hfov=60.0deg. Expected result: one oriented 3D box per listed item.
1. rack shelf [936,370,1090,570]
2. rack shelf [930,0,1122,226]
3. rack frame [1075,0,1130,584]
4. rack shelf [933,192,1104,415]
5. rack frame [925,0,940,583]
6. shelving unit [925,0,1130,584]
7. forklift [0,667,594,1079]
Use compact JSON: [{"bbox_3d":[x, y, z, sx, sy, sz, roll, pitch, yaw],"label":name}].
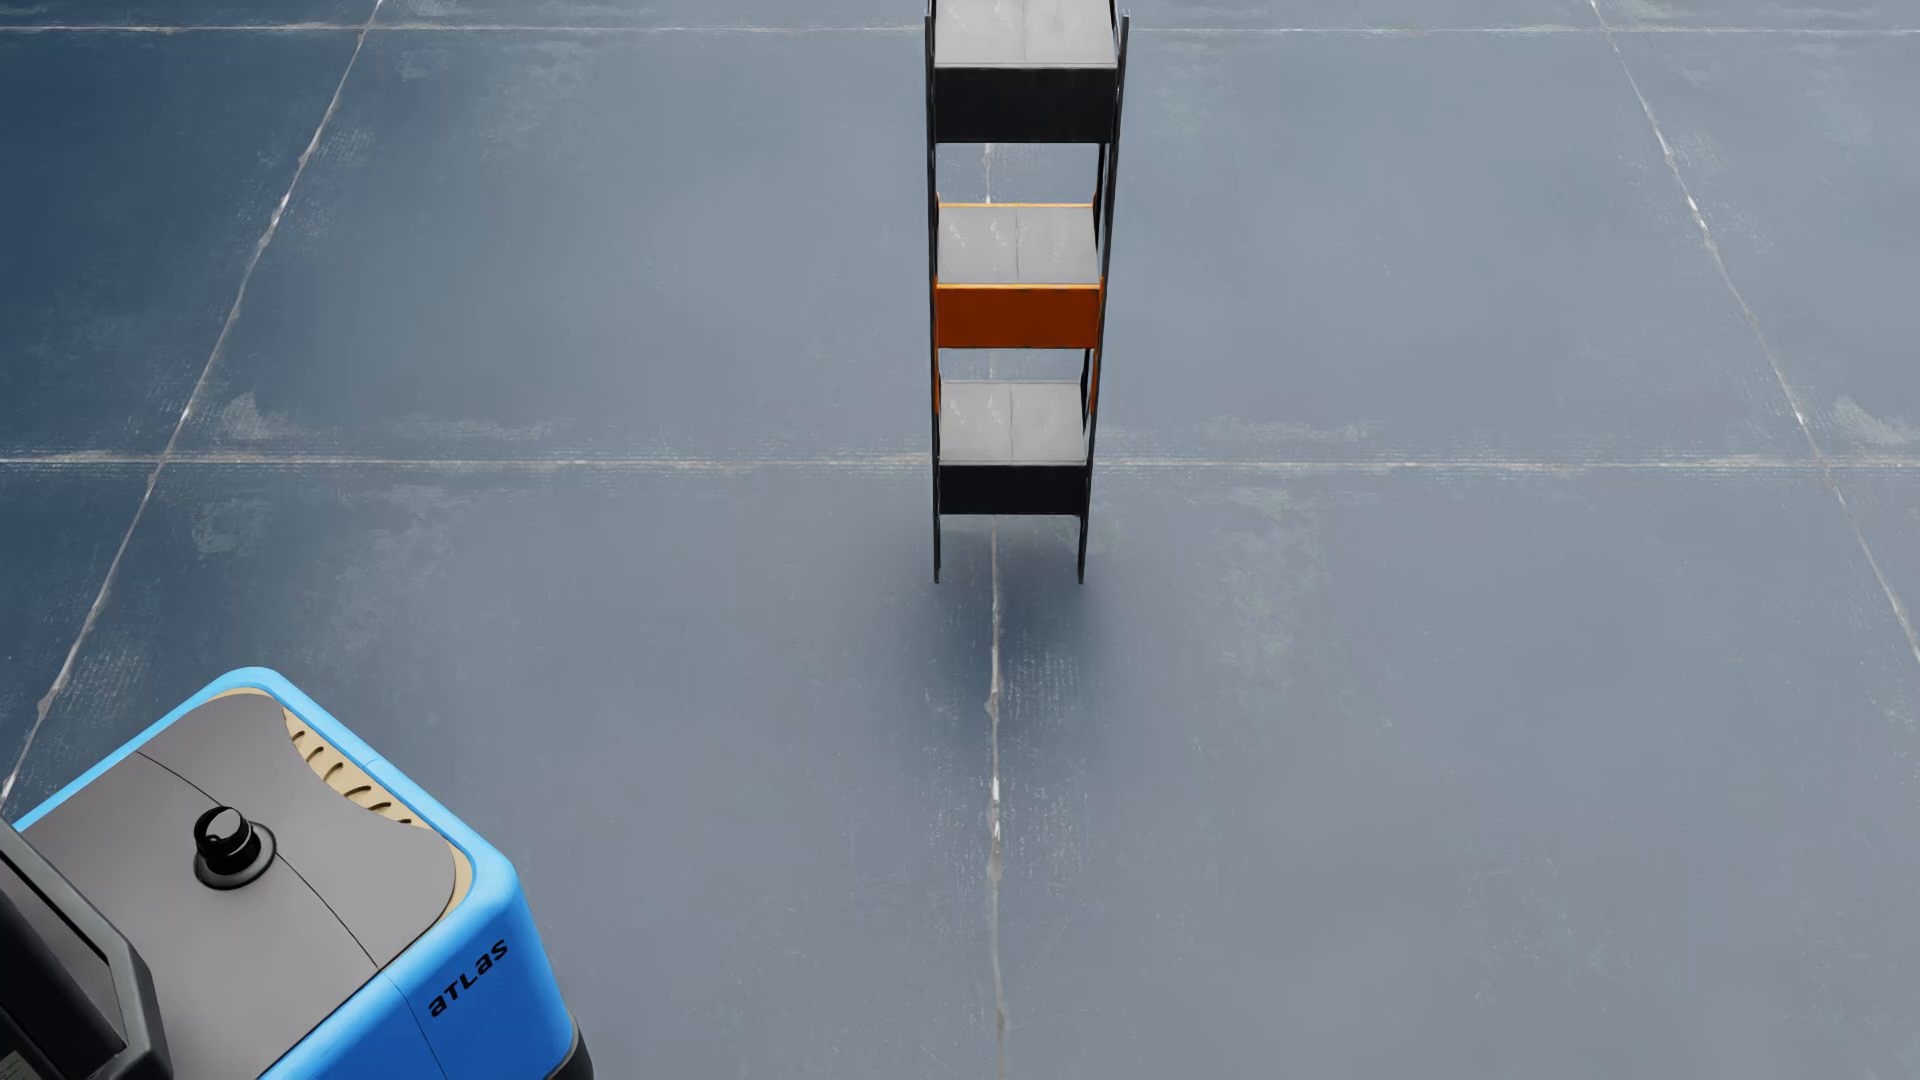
[{"bbox_3d":[0.166,-0.229,5.503,0.480,0.518,0.431,0,47,0],"label":"rack shelf"},{"bbox_3d":[0.166,-1.183,4.479,0.480,0.518,0.431,0,47,0],"label":"rack shelf"},{"bbox_3d":[0.410,-0.714,4.980,0.015,2.100,0.400,0,47,0],"label":"rack frame"},{"bbox_3d":[0.166,-0.706,4.991,0.480,0.518,0.431,0,47,0],"label":"rack shelf"},{"bbox_3d":[-0.078,-0.716,4.982,0.015,2.100,0.400,0,47,0],"label":"rack frame"},{"bbox_3d":[0.166,-0.715,4.981,0.503,2.100,0.431,0,47,0],"label":"shelving unit"},{"bbox_3d":[-2.267,1.077,2.745,1.130,2.935,3.031,30,54,25],"label":"forklift"}]
